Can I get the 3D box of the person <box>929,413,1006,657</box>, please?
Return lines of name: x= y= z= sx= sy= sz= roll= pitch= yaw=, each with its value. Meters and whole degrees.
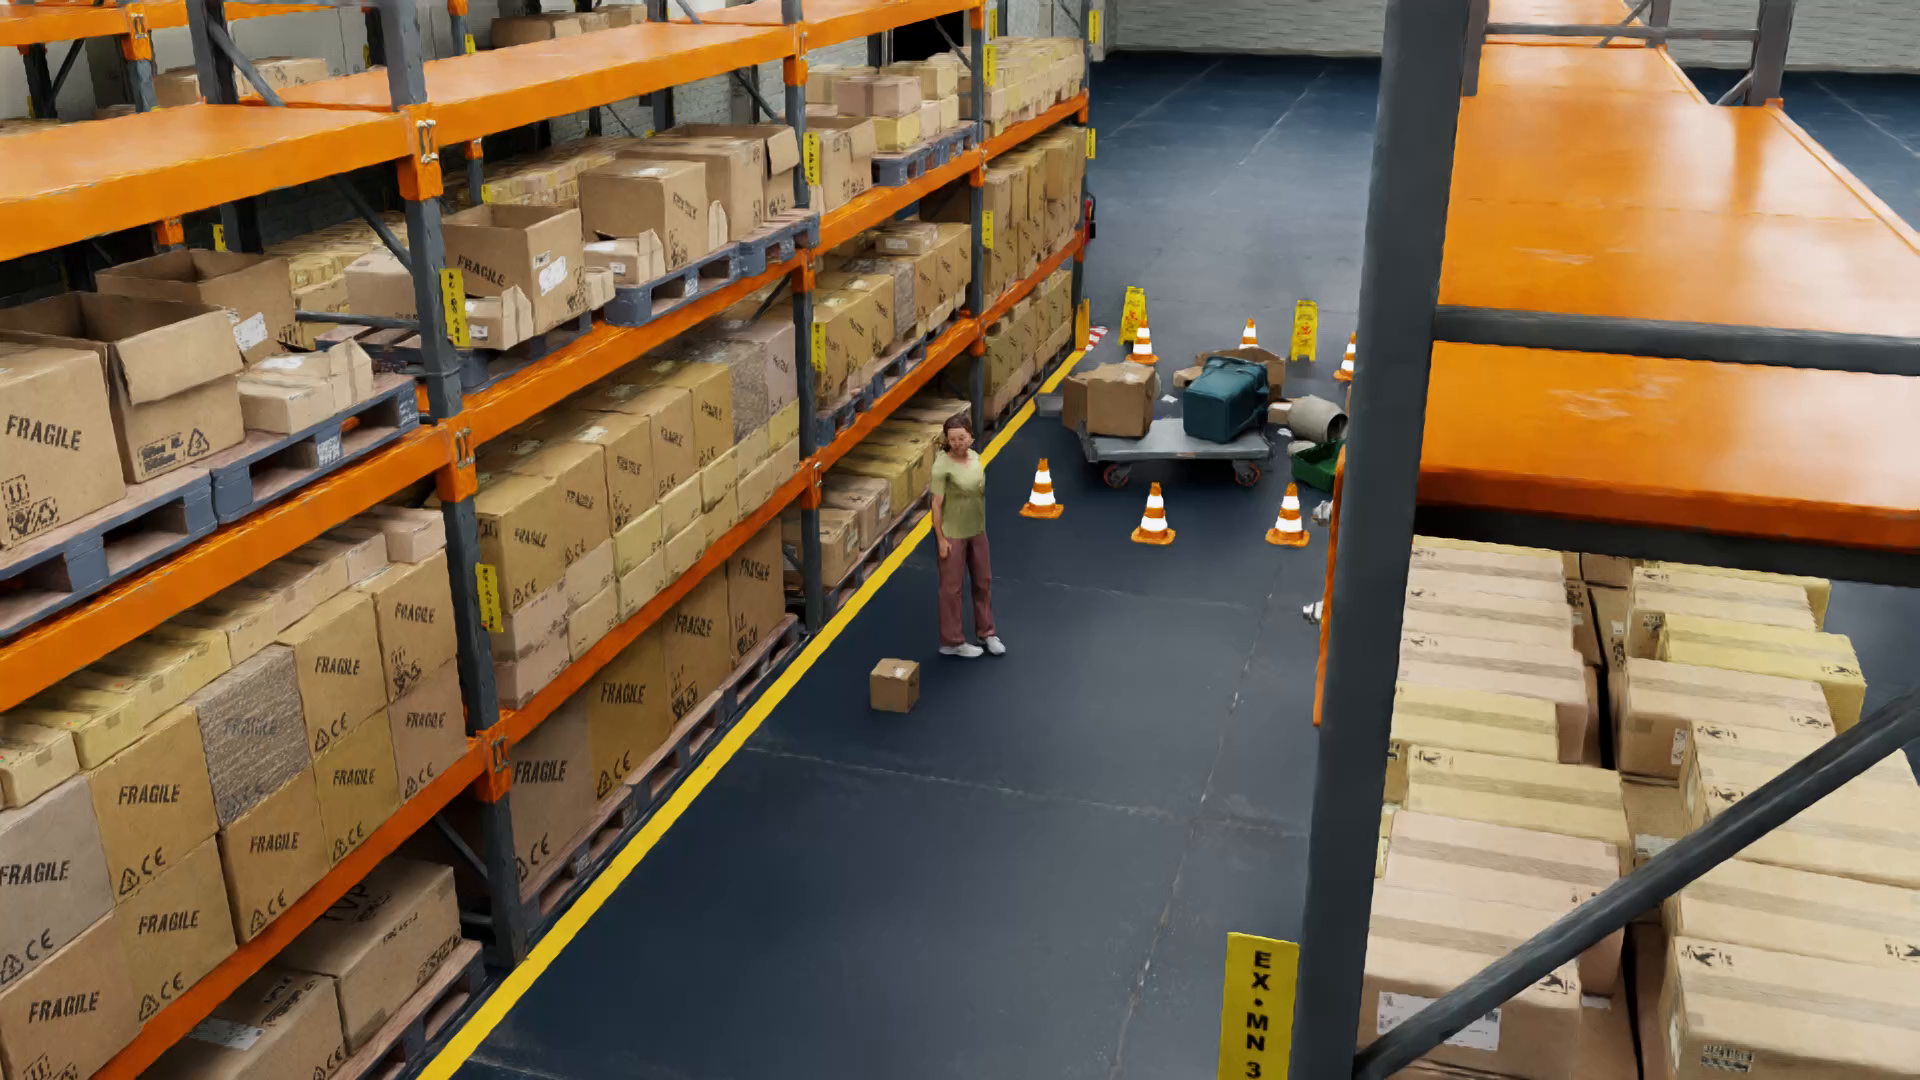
person: x=0.048 y=-0.023 z=11.122 sx=0.478 sy=1.678 sz=0.486 roll=-18 pitch=28 yaw=-37
